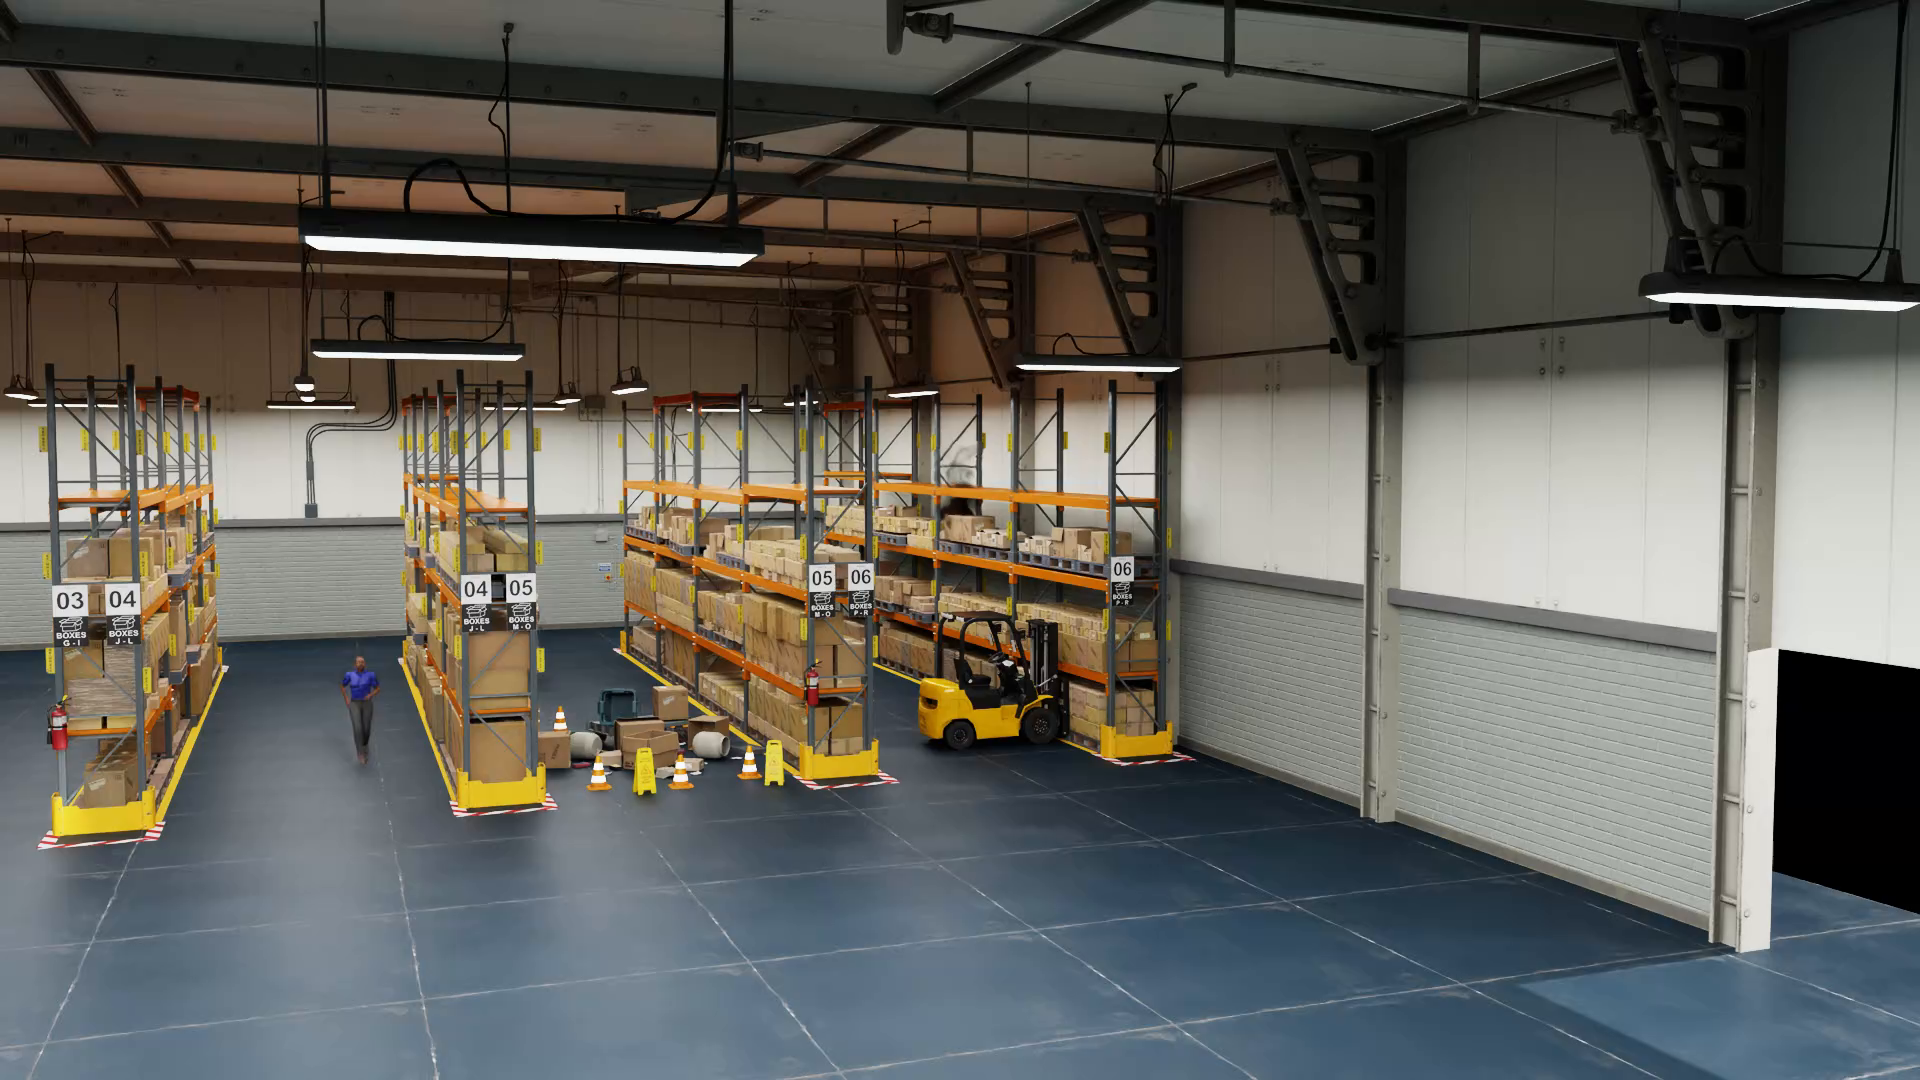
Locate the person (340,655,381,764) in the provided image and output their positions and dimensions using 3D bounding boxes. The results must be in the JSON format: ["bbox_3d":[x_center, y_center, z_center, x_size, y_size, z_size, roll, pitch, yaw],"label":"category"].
[{"bbox_3d":[-9.434,2.679,26.201,0.591,1.574,0.835,-2,4,-25],"label":"person"}]
